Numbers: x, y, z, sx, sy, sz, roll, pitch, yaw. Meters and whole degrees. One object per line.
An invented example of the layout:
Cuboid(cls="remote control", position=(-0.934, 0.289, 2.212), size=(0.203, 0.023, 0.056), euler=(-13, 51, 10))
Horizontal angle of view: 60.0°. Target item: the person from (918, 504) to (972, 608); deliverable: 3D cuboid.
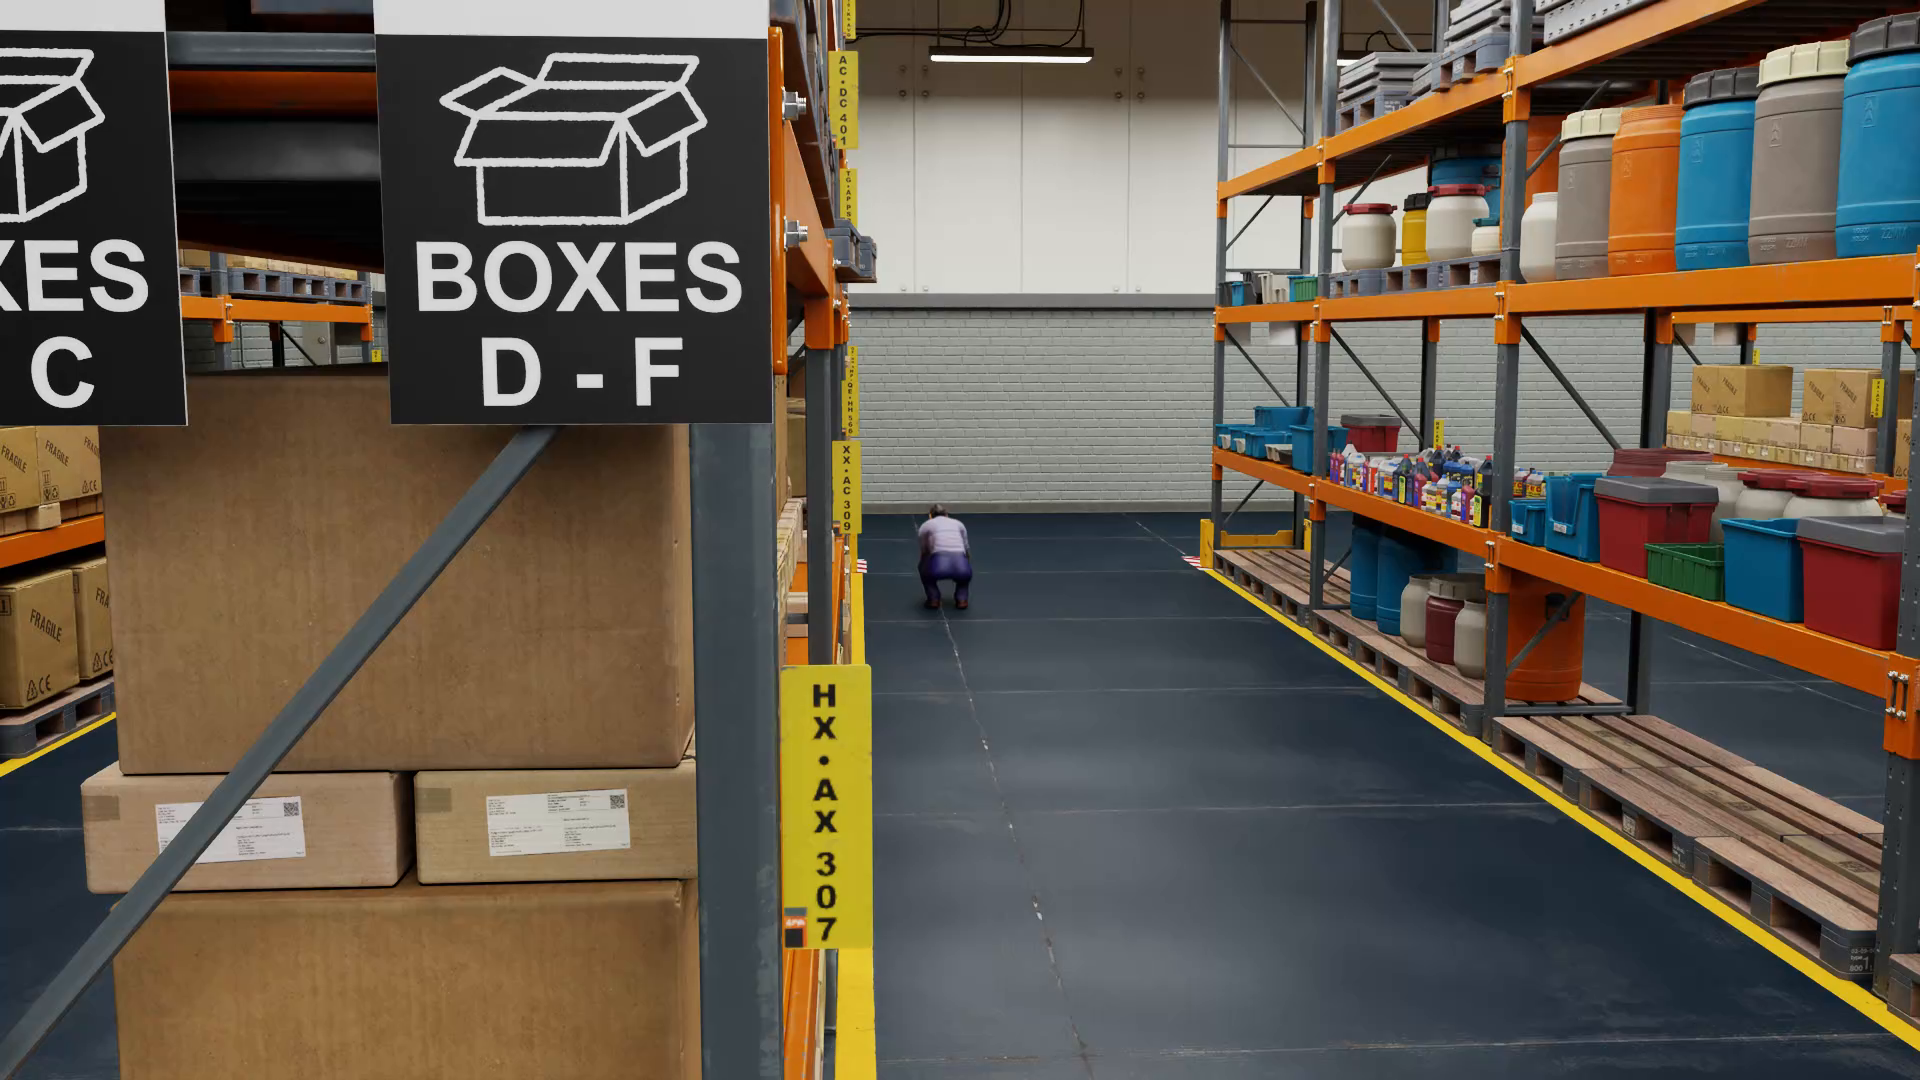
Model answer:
Cuboid(cls="person", position=(-0.138, 0.147, 15.600), size=(0.504, 0.940, 0.740), euler=(-1, 7, -5))
